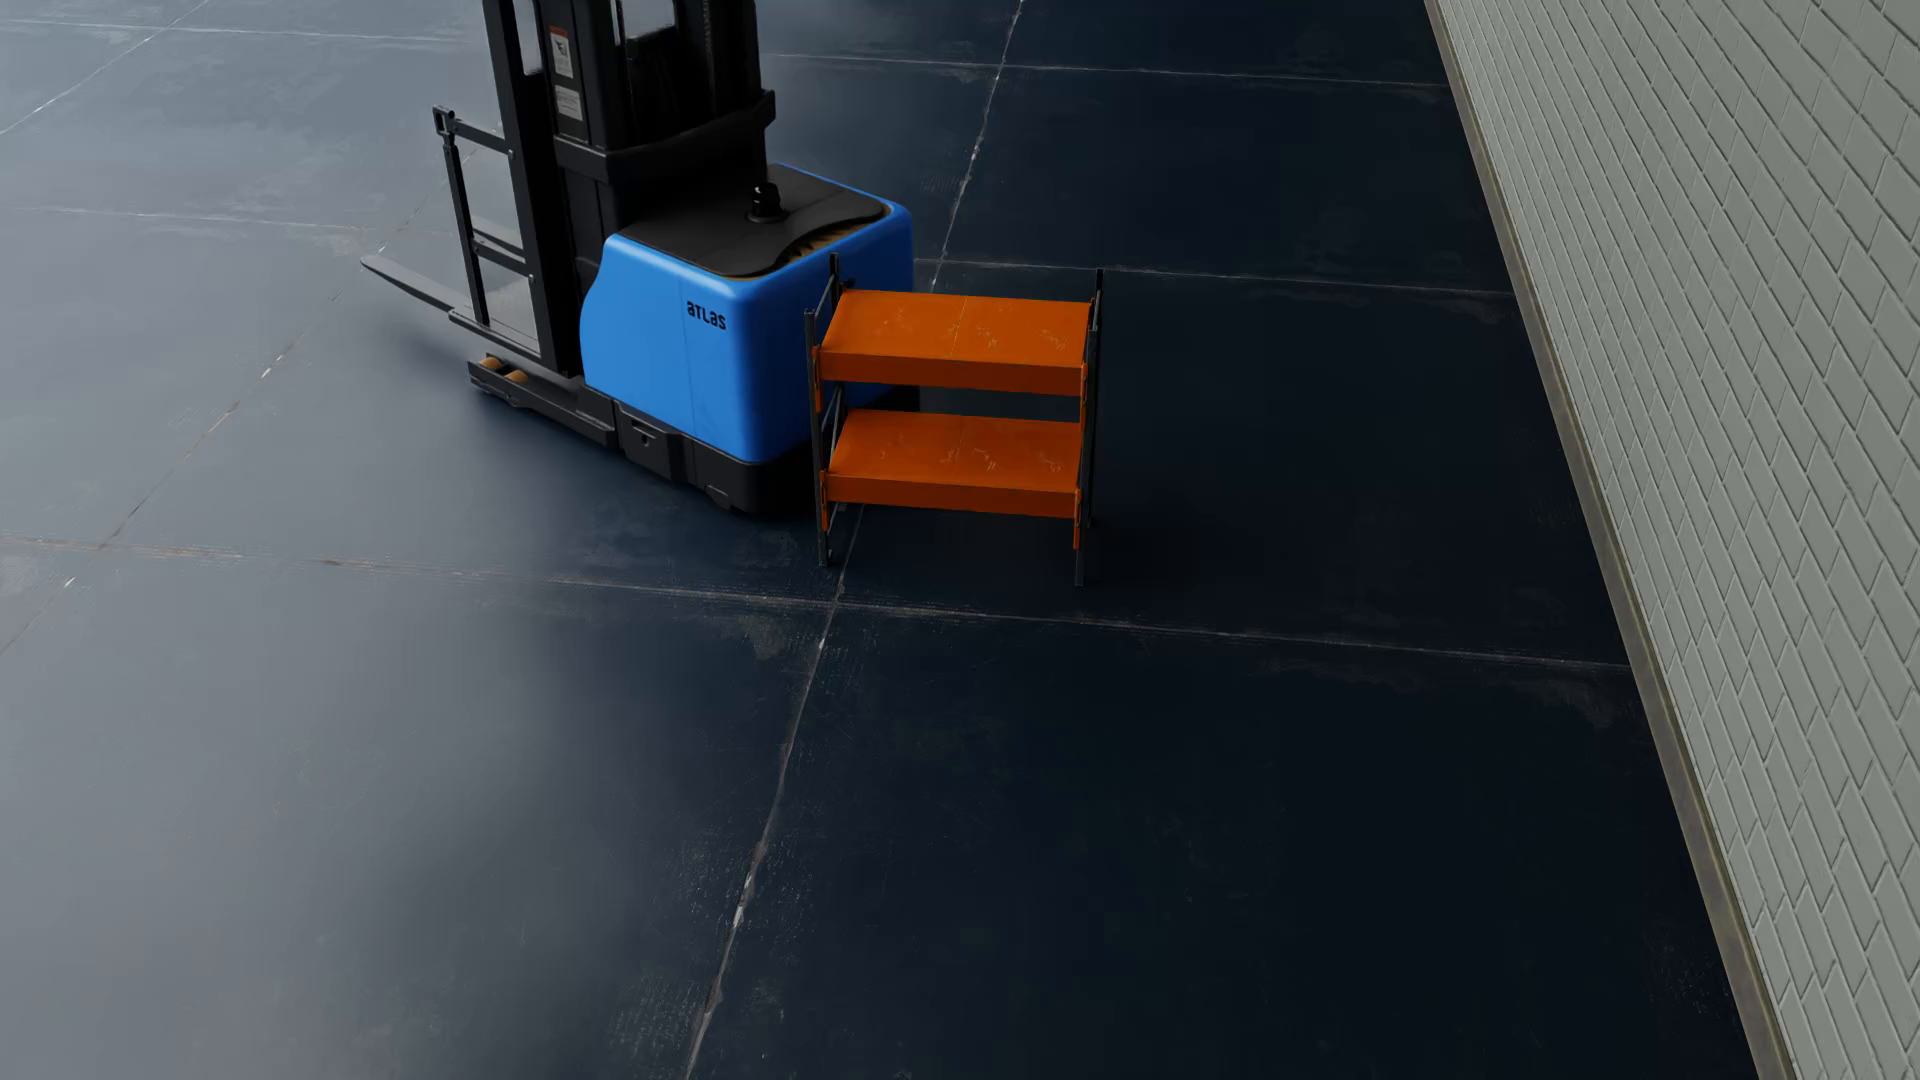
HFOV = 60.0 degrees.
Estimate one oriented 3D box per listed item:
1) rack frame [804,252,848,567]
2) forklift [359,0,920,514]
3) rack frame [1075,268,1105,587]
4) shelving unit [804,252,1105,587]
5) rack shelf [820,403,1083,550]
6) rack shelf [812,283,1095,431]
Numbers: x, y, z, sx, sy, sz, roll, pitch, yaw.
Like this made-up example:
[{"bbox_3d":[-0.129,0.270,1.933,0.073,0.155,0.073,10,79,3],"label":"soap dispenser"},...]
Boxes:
[{"bbox_3d":[-0.511,-0.496,6.477,0.032,1.125,0.500,4,36,6],"label":"rack frame"},{"bbox_3d":[-1.635,-2.009,7.042,3.031,2.935,1.130,26,43,31],"label":"forklift"},{"bbox_3d":[0.498,-0.421,6.371,0.032,1.125,0.500,4,36,6],"label":"rack frame"},{"bbox_3d":[-0.007,-0.458,6.424,1.048,1.125,0.538,4,36,6],"label":"shelving unit"},{"bbox_3d":[-0.007,-0.259,6.566,1.000,0.278,0.538,4,36,6],"label":"rack shelf"},{"bbox_3d":[-0.007,-0.697,6.254,1.000,0.278,0.538,4,36,6],"label":"rack shelf"}]
